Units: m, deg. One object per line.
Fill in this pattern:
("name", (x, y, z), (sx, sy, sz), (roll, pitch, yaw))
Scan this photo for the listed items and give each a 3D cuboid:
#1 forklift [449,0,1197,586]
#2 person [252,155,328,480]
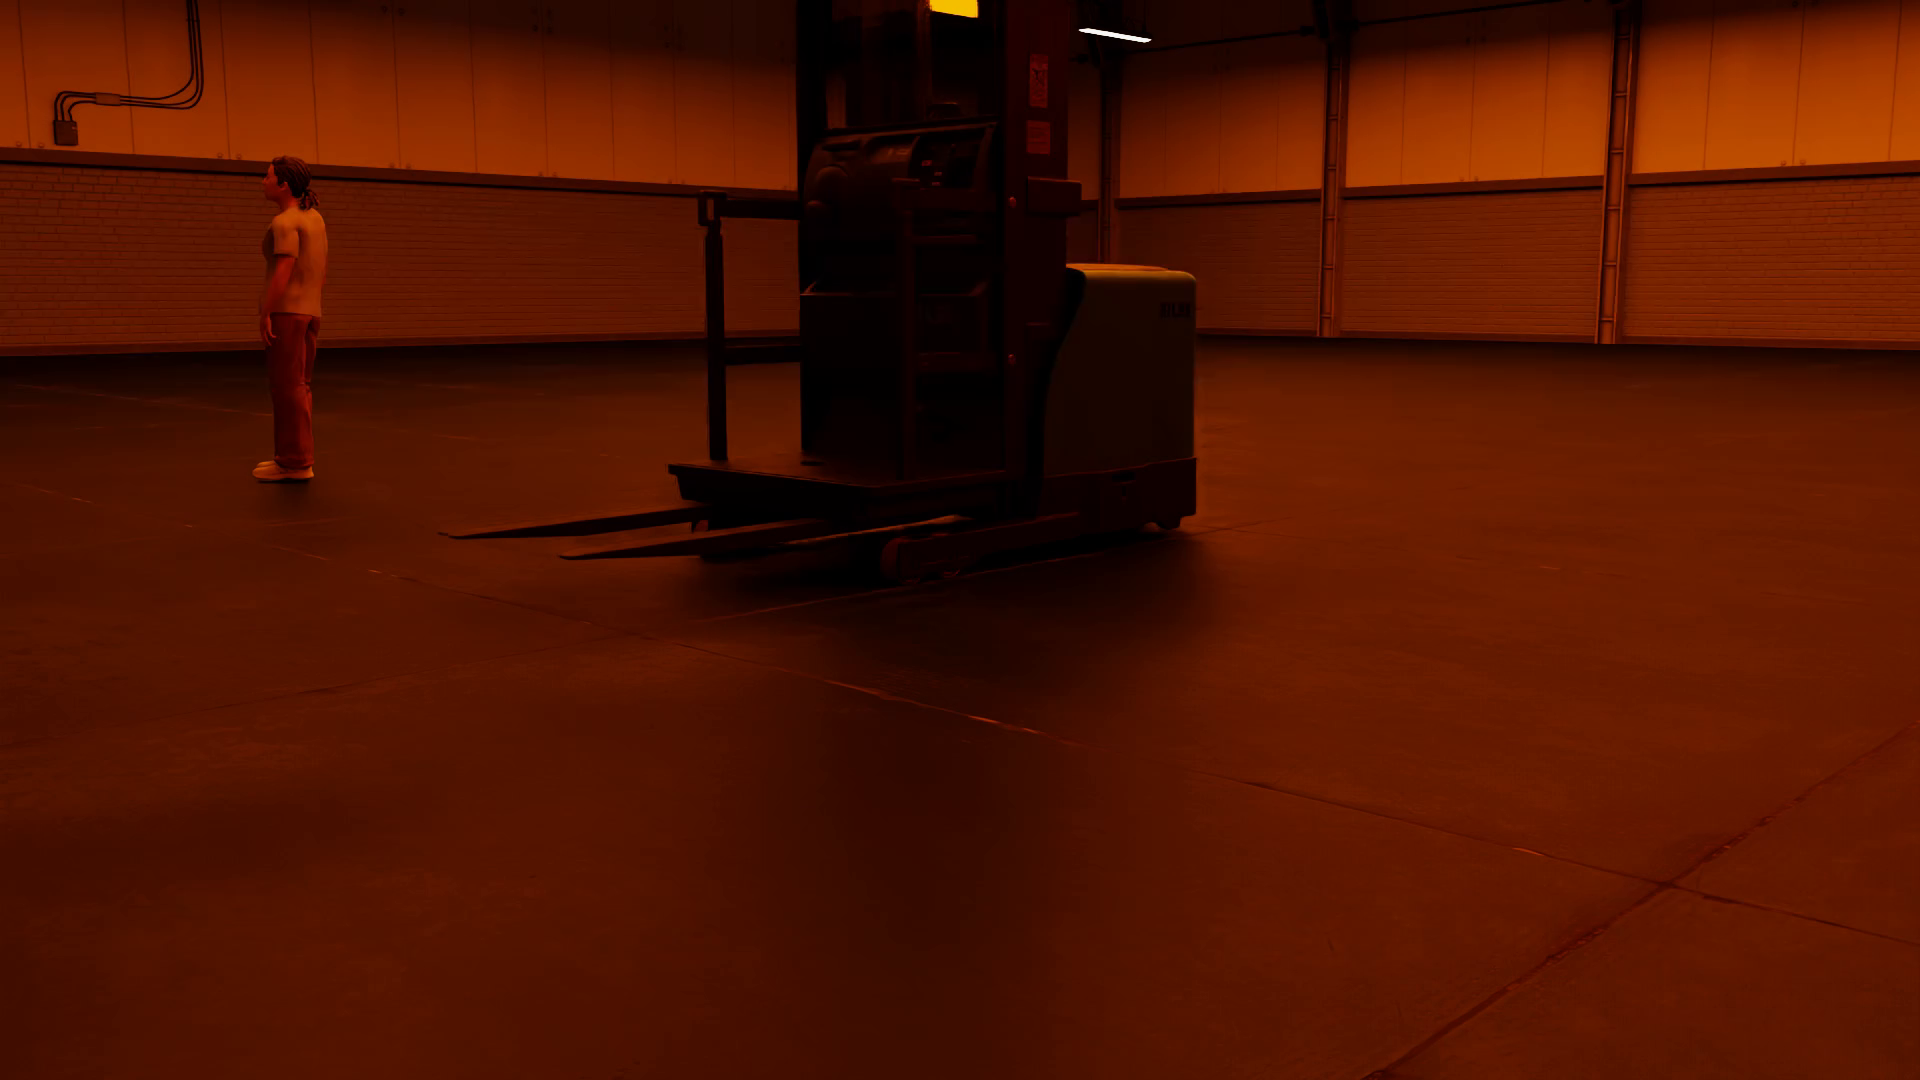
("forklift", (-0.374, -1.377, 6.017), (1.130, 2.935, 3.031), (8, 11, 42))
("person", (-3.558, -1.150, 8.677), (0.548, 1.673, 0.553), (0, 9, 2))
